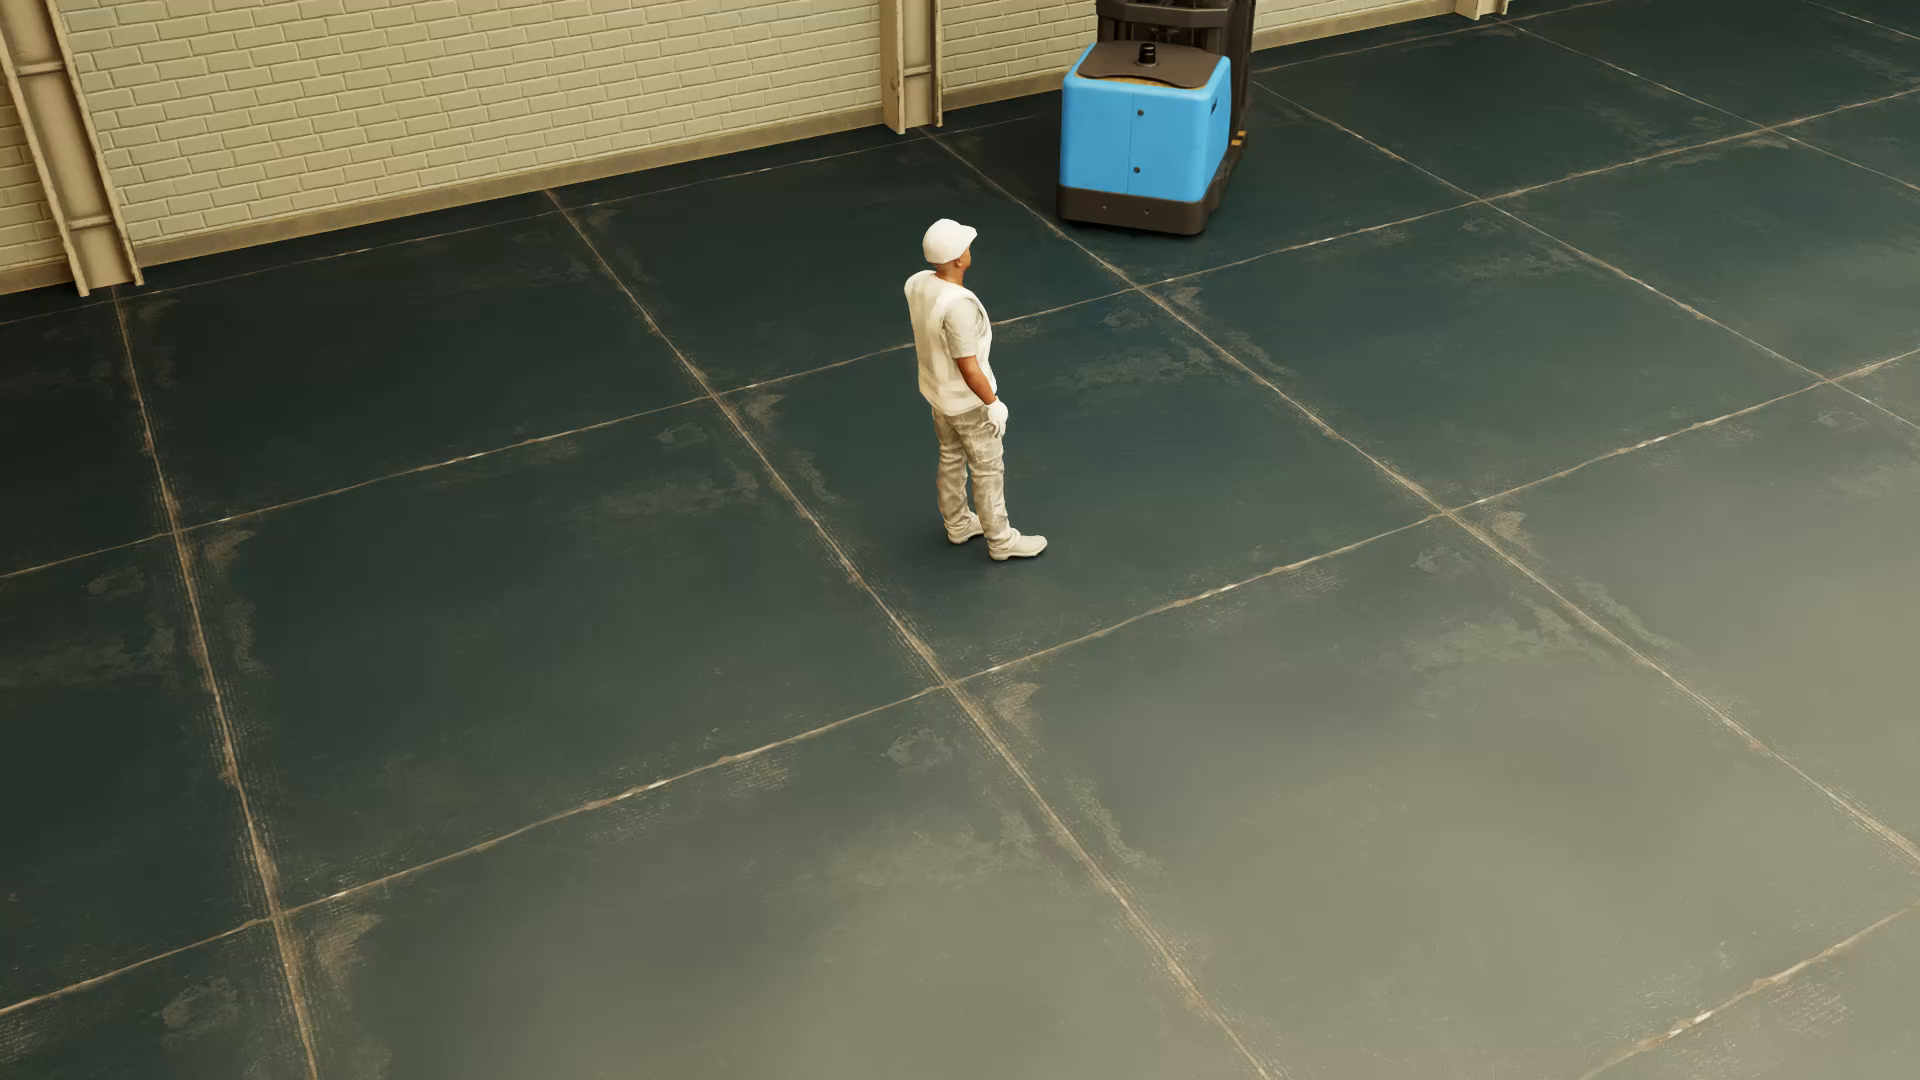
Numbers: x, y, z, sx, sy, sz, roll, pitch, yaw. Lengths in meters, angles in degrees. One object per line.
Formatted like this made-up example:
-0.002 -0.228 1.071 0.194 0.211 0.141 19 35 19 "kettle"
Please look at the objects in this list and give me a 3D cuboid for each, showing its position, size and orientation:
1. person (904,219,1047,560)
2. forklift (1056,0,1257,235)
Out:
0.068 -0.749 8.164 0.577 1.782 0.656 -17 39 -23 "person"
1.613 -4.162 12.010 1.130 2.935 3.031 10 37 14 "forklift"
